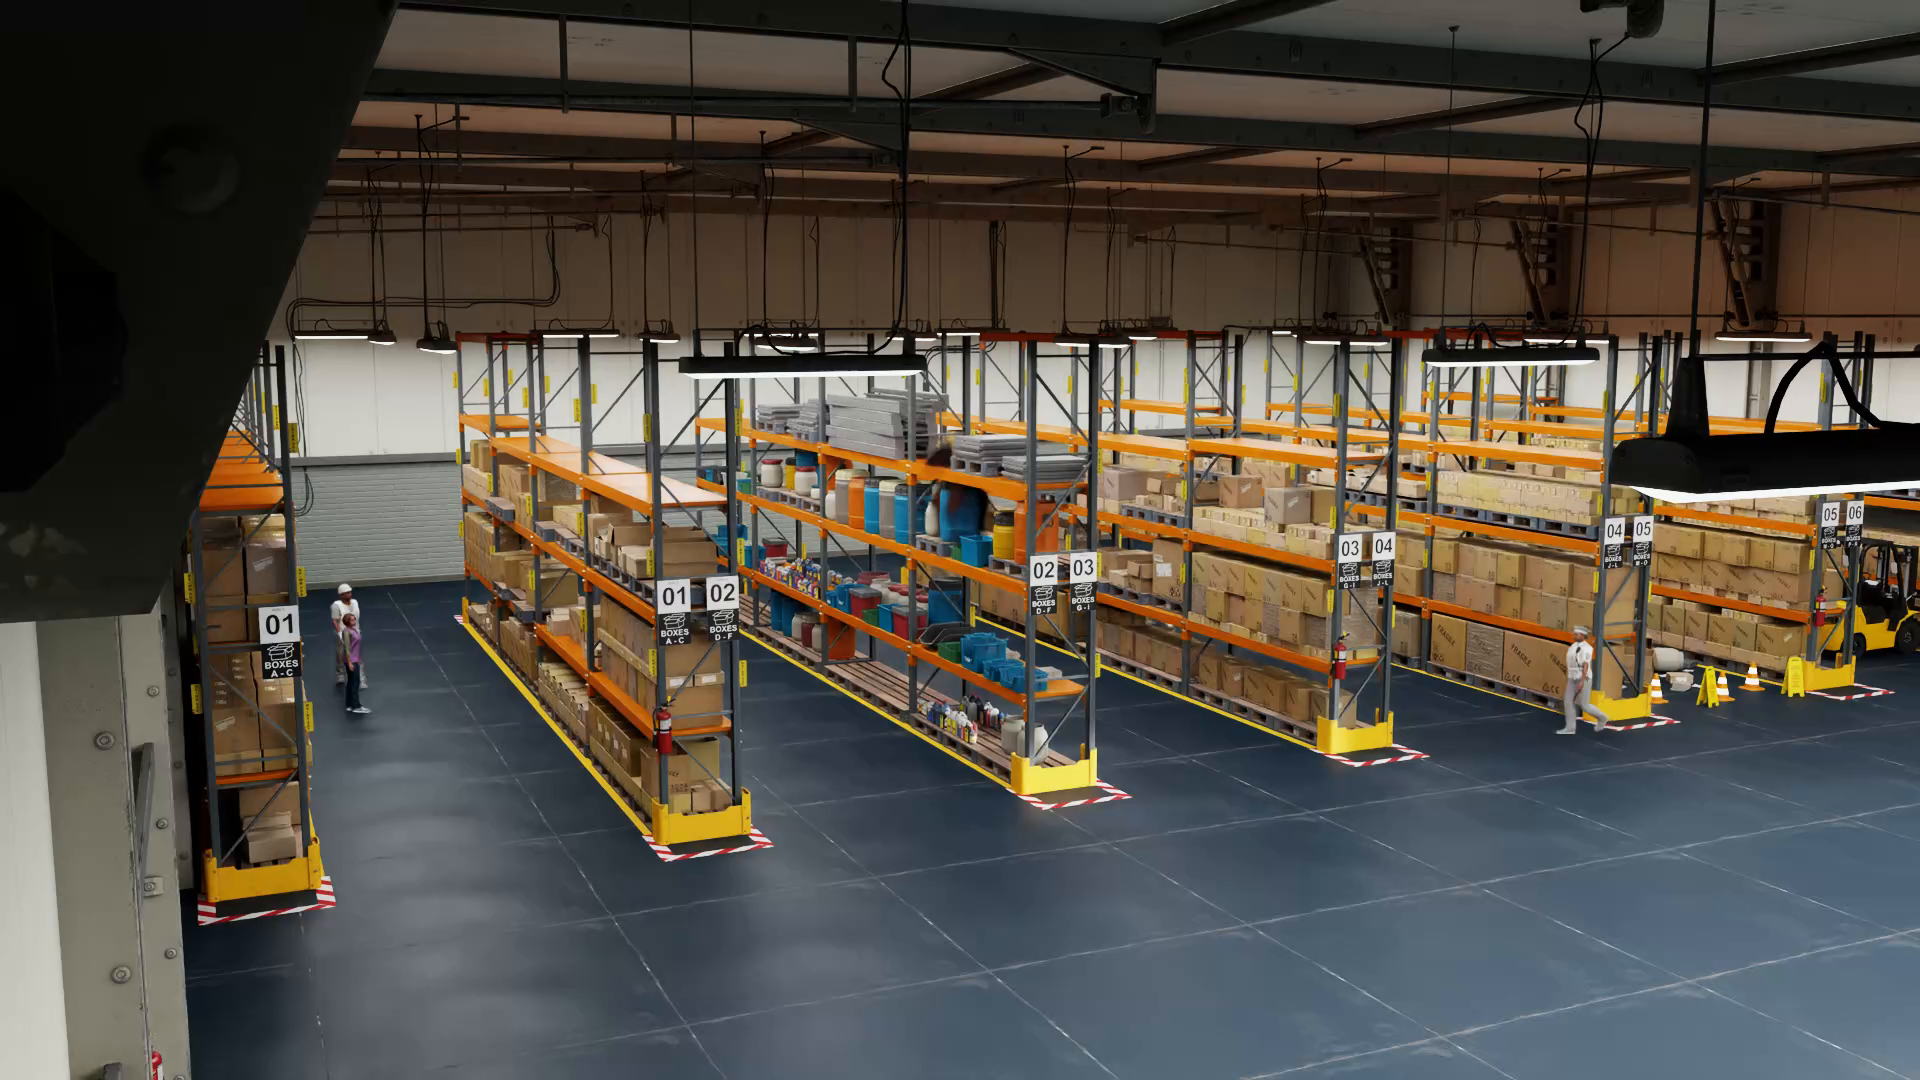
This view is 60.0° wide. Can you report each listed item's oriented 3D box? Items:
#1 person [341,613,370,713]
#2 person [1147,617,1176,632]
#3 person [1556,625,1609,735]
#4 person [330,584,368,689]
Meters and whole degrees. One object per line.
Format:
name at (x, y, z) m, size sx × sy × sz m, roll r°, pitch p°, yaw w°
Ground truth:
person at (-9.700, 1.960, 26.661) m, size 0.382 × 1.605 × 0.447 m, roll -3°, pitch 8°, yaw -21°
person at (3.948, 1.070, 32.376) m, size 0.633 × 1.736 × 0.966 m, roll -3°, pitch 8°, yaw -20°
person at (9.417, 2.115, 25.200) m, size 0.775 × 1.662 × 0.522 m, roll -2°, pitch 8°, yaw -14°
person at (-10.449, 1.621, 28.327) m, size 0.493 × 1.740 × 0.928 m, roll -4°, pitch 9°, yaw -28°
